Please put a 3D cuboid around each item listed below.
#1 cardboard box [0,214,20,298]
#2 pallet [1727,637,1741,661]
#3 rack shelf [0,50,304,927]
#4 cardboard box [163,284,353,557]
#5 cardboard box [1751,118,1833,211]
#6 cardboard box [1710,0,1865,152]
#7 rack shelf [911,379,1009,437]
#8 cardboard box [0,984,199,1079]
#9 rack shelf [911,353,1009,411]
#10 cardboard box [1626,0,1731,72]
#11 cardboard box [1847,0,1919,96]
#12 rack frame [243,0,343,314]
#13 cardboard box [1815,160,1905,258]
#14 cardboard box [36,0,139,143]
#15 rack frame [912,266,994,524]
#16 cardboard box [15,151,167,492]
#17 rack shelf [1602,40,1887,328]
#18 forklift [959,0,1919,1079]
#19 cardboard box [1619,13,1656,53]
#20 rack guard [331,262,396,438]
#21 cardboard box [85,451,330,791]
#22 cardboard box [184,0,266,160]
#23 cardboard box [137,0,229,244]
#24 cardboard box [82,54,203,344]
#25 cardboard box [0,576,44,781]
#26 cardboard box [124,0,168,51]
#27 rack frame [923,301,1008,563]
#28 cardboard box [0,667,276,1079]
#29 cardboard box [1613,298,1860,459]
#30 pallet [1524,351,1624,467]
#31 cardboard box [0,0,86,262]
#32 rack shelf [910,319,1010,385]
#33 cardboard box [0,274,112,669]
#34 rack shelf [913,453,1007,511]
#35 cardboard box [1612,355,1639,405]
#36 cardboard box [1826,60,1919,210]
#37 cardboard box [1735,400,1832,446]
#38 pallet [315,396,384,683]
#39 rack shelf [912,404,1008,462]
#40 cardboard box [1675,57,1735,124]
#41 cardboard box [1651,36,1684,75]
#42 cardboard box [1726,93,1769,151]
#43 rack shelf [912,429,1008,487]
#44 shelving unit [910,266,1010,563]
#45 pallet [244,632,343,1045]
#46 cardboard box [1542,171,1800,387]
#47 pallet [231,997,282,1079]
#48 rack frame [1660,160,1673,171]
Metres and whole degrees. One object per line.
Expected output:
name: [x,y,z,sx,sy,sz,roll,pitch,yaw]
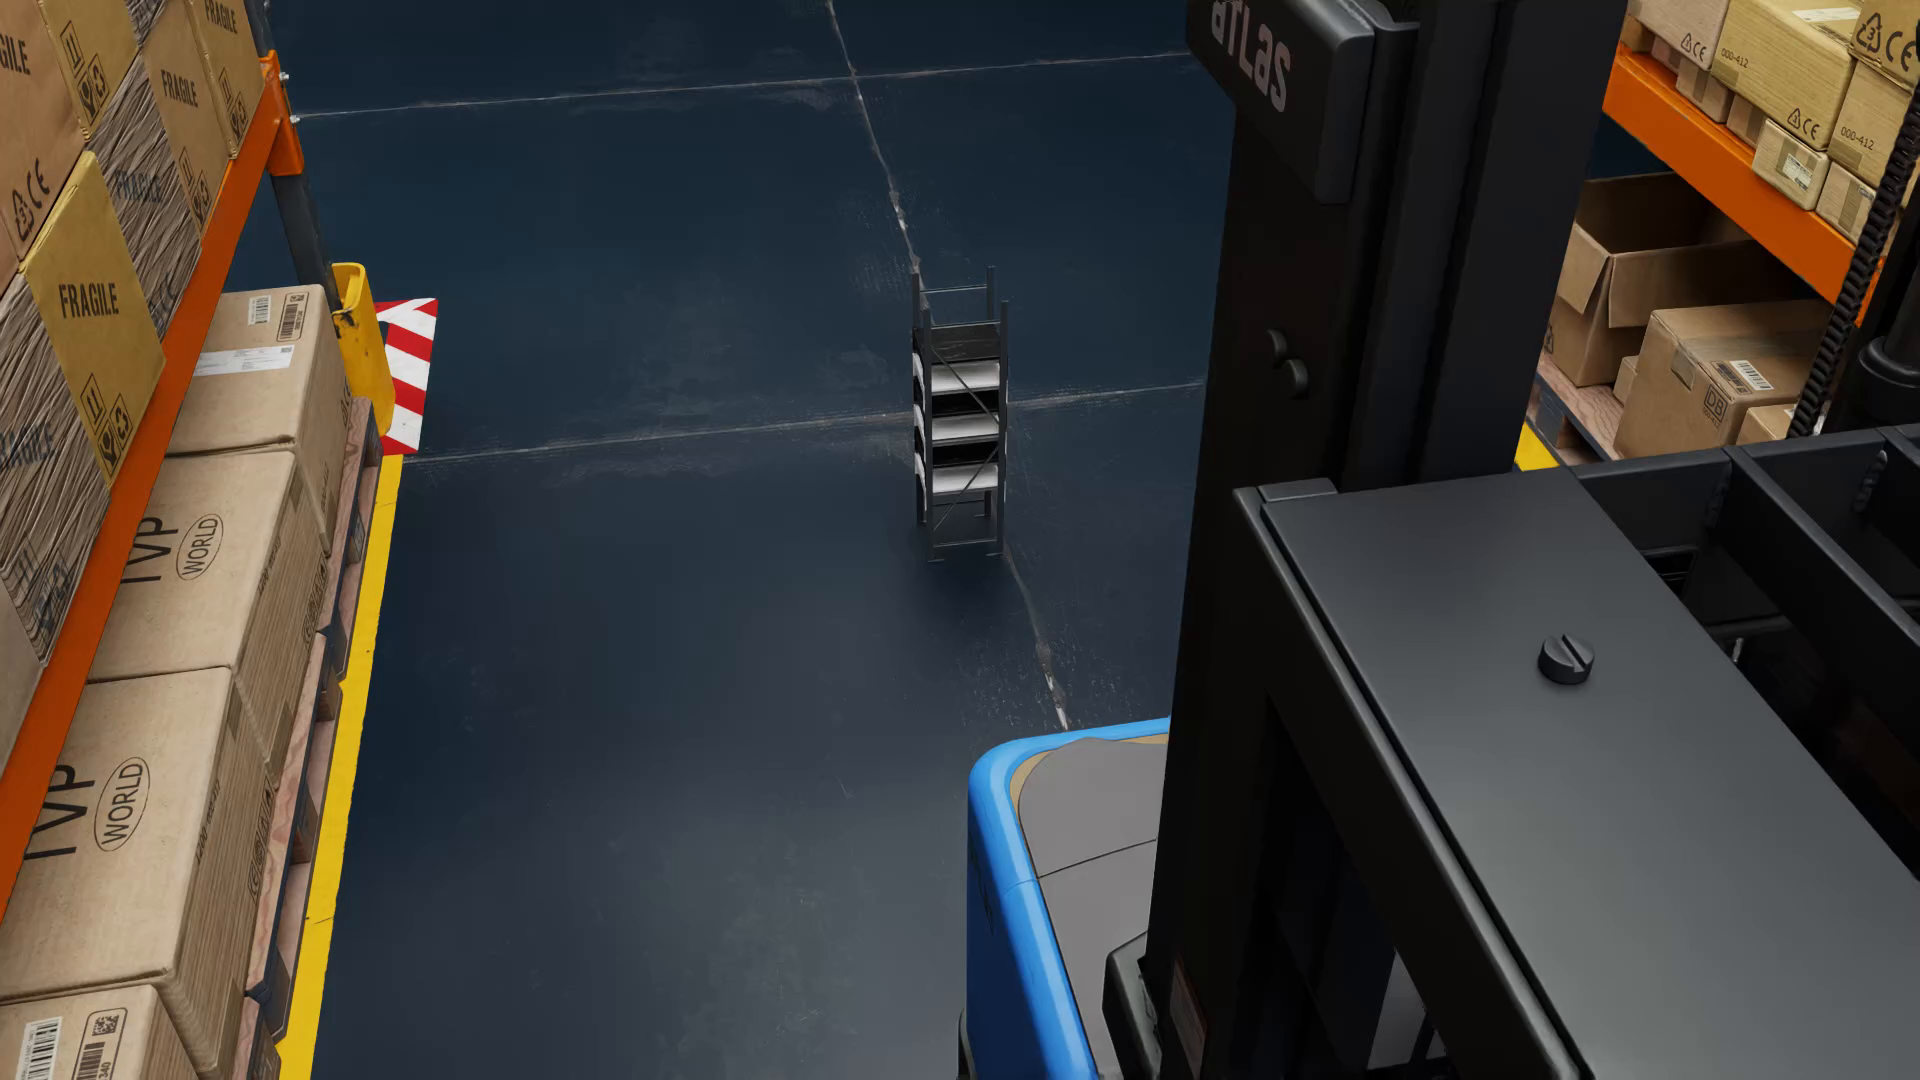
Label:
cardboard box: [-1.864,-0.506,2.560,0.500,0.500,0.500,-6,38,-7]
pallet: [2.691,0.270,4.730,1.003,0.211,1.213,-6,38,-8]
rack shelf: [-2.209,-0.065,3.476,1.077,0.370,4.000,-6,38,-8]
cardboard box: [-2.345,-0.324,4.968,0.875,0.438,0.875,-7,38,-9]
cardboard box: [2.291,-0.983,4.275,0.380,0.149,0.250,-7,38,-9]
cardboard box: [2.322,-1.238,4.279,0.500,0.250,0.500,-7,38,-9]
rack shelf: [-0.001,-0.405,4.945,0.258,0.077,0.200,-6,38,-8]
cardboard box: [-1.863,1.314,2.860,0.875,0.438,0.875,-7,38,-9]
rack shelf: [-0.001,-0.476,4.890,0.258,0.077,0.200,-6,38,-8]
cardboard box: [2.229,-1.544,4.673,0.500,0.250,0.500,-6,38,-7]
cardboard box: [2.404,-1.239,3.668,0.500,0.500,0.500,-5,38,-7]
rack frame: [-2.560,-1.557,4.810,1.000,3.000,0.127,-6,38,-8]
cardboard box: [2.357,-0.826,4.073,0.380,0.149,0.250,-5,38,-7]
cardboard box: [-2.037,-1.115,3.343,0.500,0.500,0.500,-6,38,-8]
rack frame: [-0.019,-0.422,5.059,0.240,0.900,0.006,-6,38,-8]
cardboard box: [-1.938,-0.409,3.250,0.500,0.500,0.500,-5,38,-7]
rack shelf: [2.677,-0.601,4.166,1.077,0.370,4.000,-6,38,-8]
forklift: [0.794,0.890,1.716,1.130,2.935,3.031,-7,38,-9]
cardboard box: [2.204,-1.618,5.092,0.380,0.149,0.250,-5,38,-7]
rack guard: [-2.564,-0.585,5.595,1.175,0.500,0.348,-6,38,-8]
cardboard box: [-2.177,0.228,4.257,0.875,0.438,0.875,-5,38,-7]
cardboard box: [-2.214,-1.334,4.441,0.500,0.500,0.500,-6,38,-8]
cardboard box: [-2.141,-1.029,4.048,0.500,0.500,0.500,-7,38,-9]
cardboard box: [-2.041,-0.720,3.650,0.500,0.500,0.500,-5,38,-7]
cardboard box: [-1.767,0.203,2.462,0.500,0.500,0.500,-6,38,-8]
cardboard box: [-2.120,-1.414,3.728,0.500,0.500,0.500,-6,38,-8]
rack frame: [0.016,-0.299,4.901,0.240,0.900,0.006,-6,38,-8]
cardboard box: [-2.020,0.773,3.556,0.875,0.438,0.875,-7,38,-9]
cardboard box: [2.452,-0.372,4.979,0.700,0.500,0.500,-5,38,-6]
pallet: [2.481,-0.465,5.677,1.003,0.211,1.213,-6,38,-8]
cardboard box: [-1.950,-0.811,2.952,0.500,0.500,0.500,-6,38,-8]
rack shelf: [-0.001,-0.547,4.835,0.258,0.077,0.200,-6,38,-8]
cardboard box: [-1.848,-0.098,2.850,0.500,0.500,0.500,-6,38,-8]
rack shelf: [-0.001,-0.192,5.111,0.258,0.077,0.200,-6,38,-8]
cardboard box: [2.377,-0.493,5.421,0.380,0.149,0.250,-8,38,-10]
cardboard box: [2.432,-0.932,3.884,0.500,0.250,0.500,-7,38,-9]
cardboard box: [2.446,-0.042,4.554,0.500,0.500,0.500,-6,38,-7]
pallet: [-2.342,0.018,5.054,1.003,0.211,1.213,-6,38,-8]
rack shelf: [-0.001,-0.334,5.001,0.258,0.077,0.200,-6,38,-8]
cardboard box: [2.269,-1.303,4.688,0.380,0.149,0.250,-5,38,-7]
cardboard box: [2.285,-1.463,4.893,0.380,0.149,0.250,-7,38,-9]
cardboard box: [2.321,-1.144,4.482,0.380,0.149,0.250,-6,38,-7]
rack shelf: [-0.001,-0.263,5.056,0.258,0.077,0.200,-6,38,-8]
shelving unit: [-0.001,-0.360,4.980,0.258,0.900,0.210,-6,38,-8]
pallet: [-2.132,0.754,4.108,1.003,0.211,1.213,-6,38,-8]
cardboard box: [2.341,-0.894,5.648,0.797,0.503,0.637,-8,38,-10]
pallet: [-1.915,1.492,3.157,1.003,0.211,1.213,-6,38,-8]
rack frame: [2.327,-2.094,5.500,1.000,3.000,0.127,-6,38,-8]
